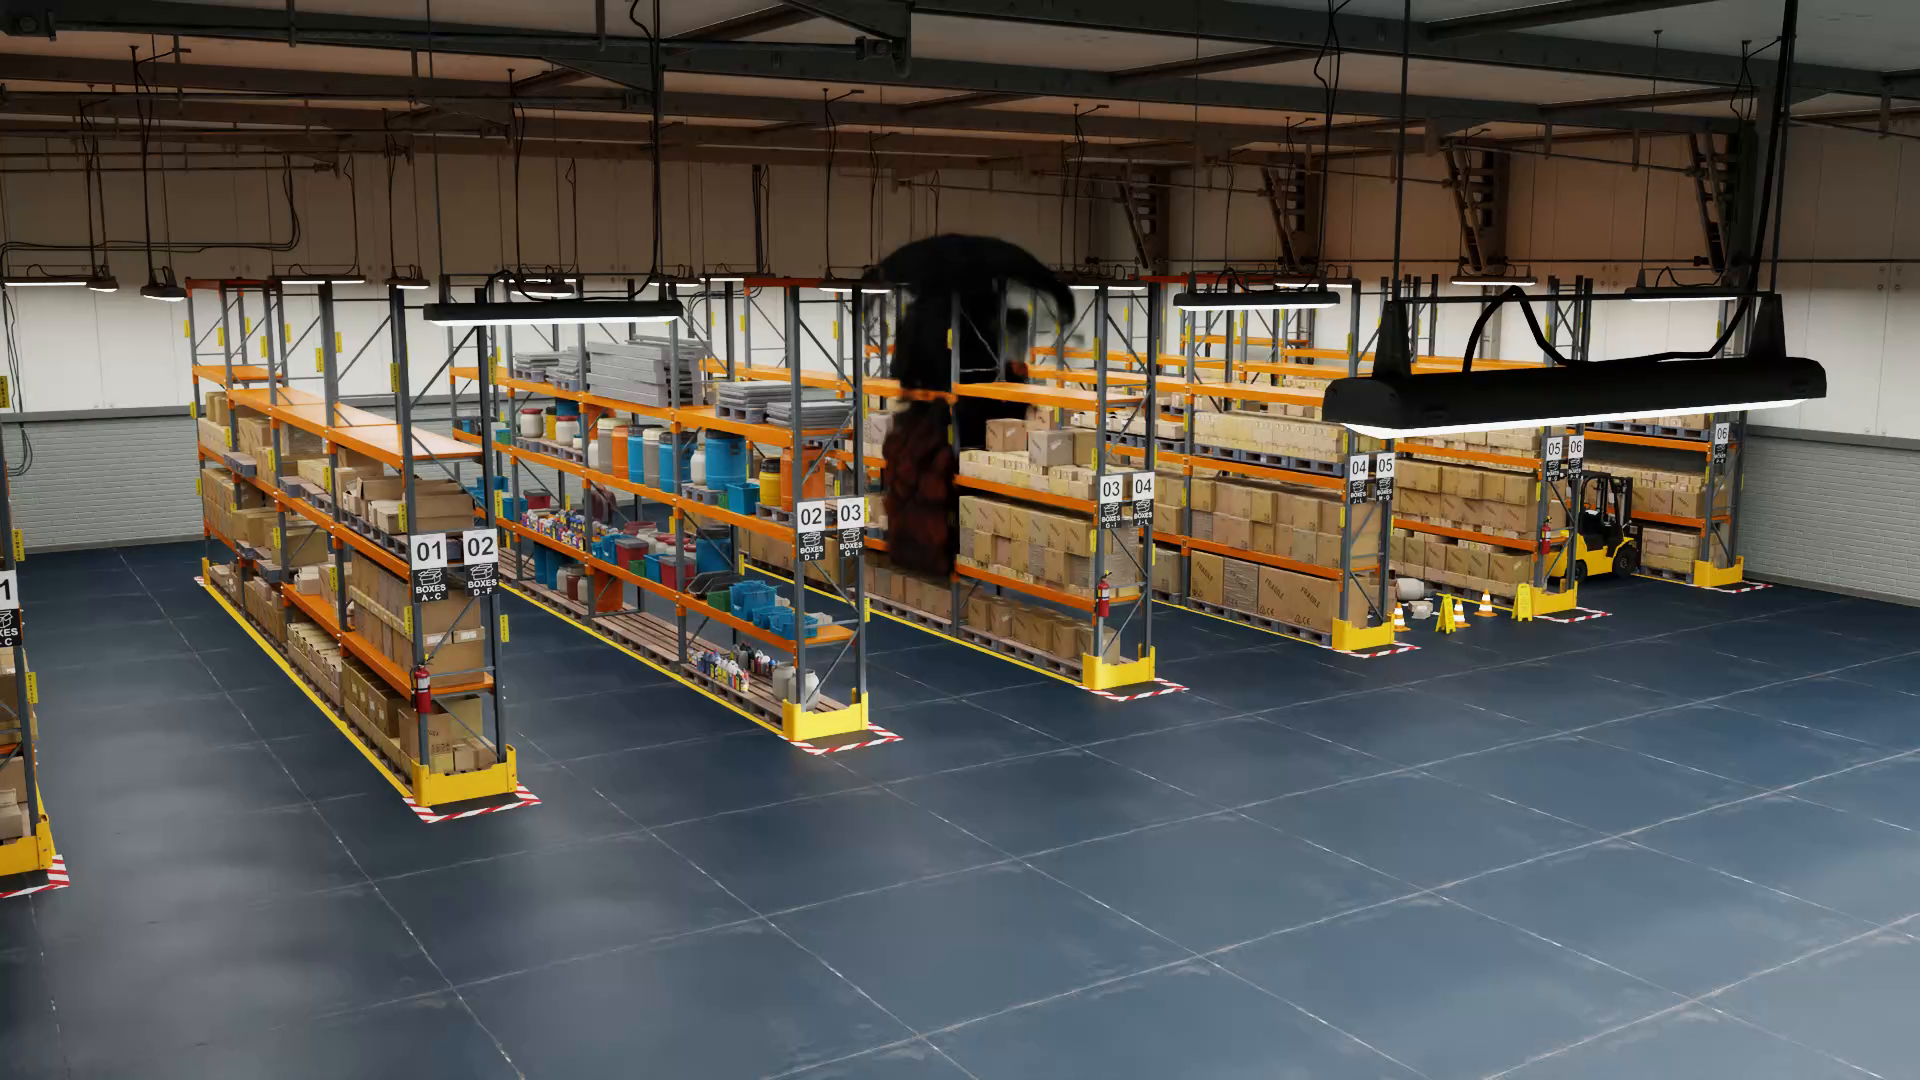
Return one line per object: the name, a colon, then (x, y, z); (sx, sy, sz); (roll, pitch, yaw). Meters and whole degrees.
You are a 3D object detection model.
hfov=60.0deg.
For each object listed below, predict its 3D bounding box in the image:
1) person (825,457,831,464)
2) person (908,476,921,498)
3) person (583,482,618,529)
person: (-3.440, -1.318, 41.172); (0.598, 1.575, 0.725); (-7, 12, -38)
person: (-0.908, -0.514, 34.707); (0.520, 1.656, 0.689); (-7, 12, -36)
person: (-7.547, -0.391, 35.006); (0.670, 1.793, 1.052); (-8, 12, -38)
